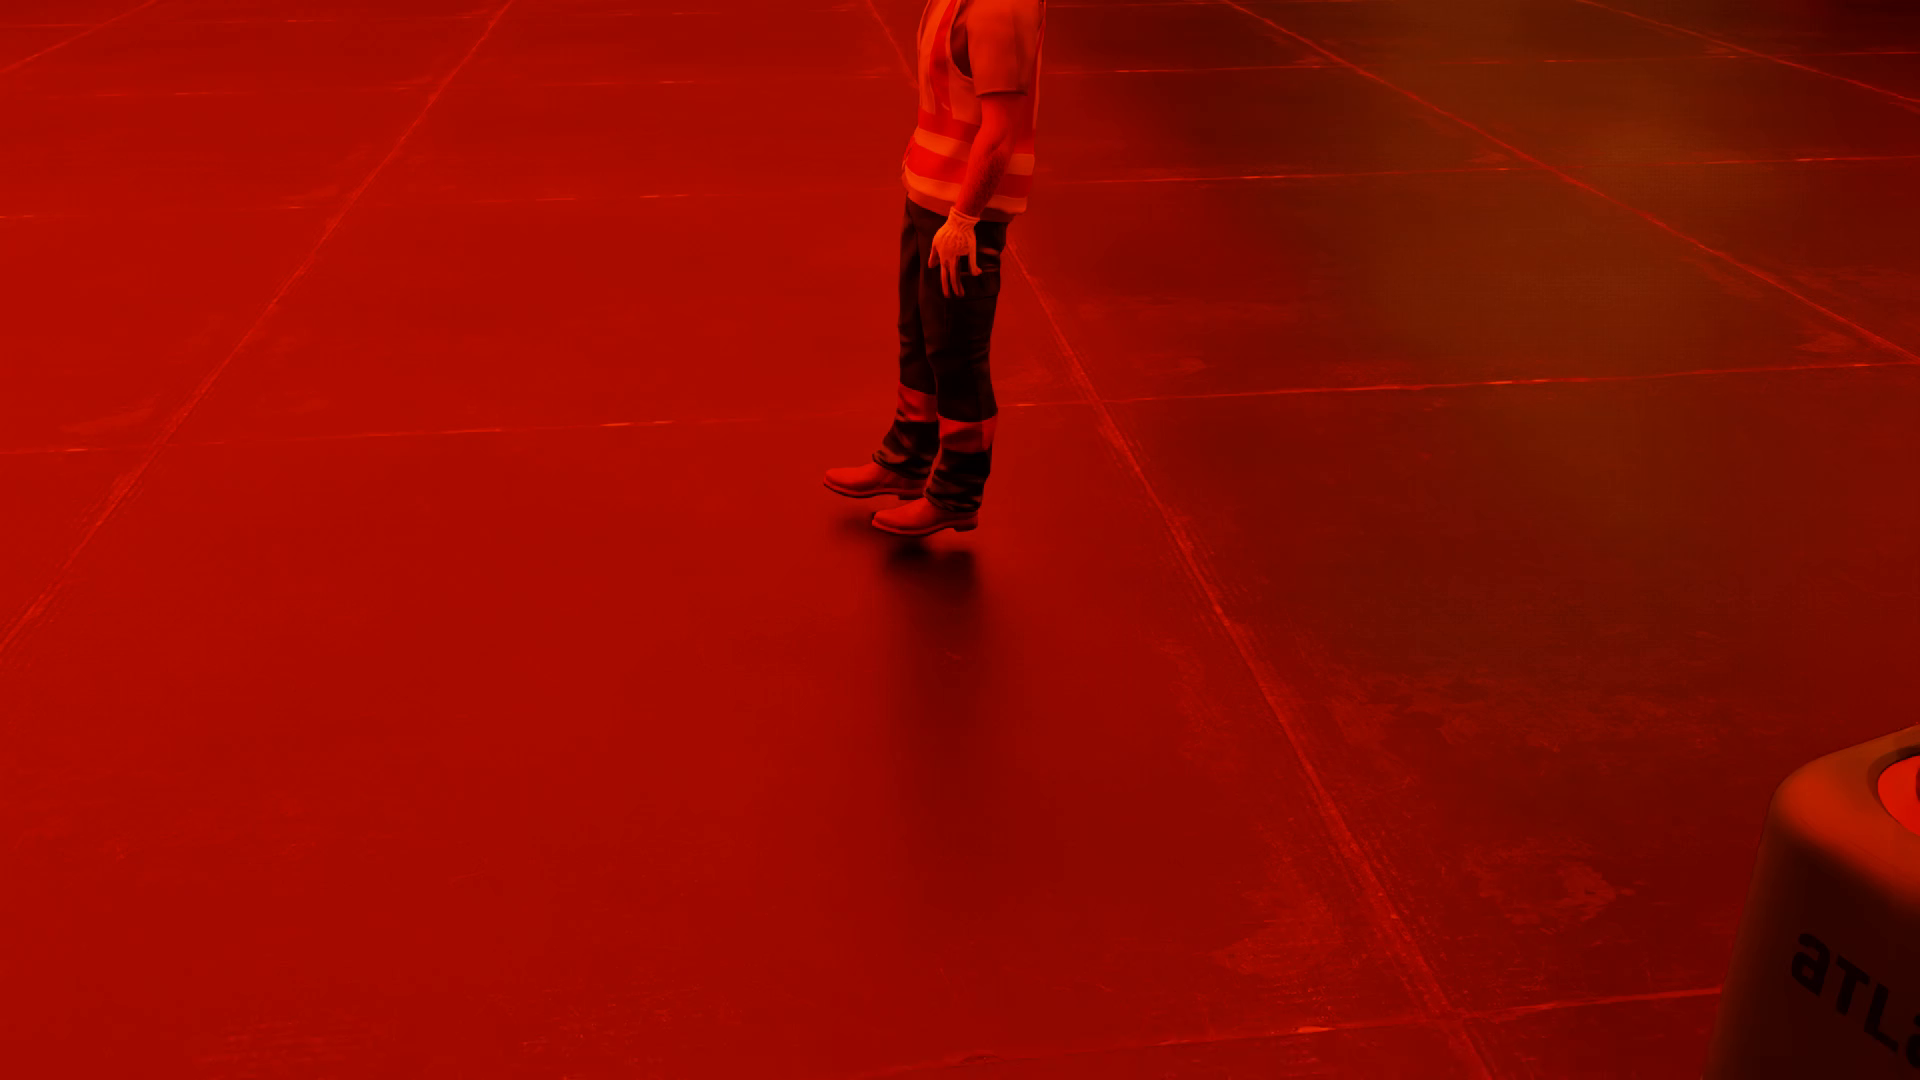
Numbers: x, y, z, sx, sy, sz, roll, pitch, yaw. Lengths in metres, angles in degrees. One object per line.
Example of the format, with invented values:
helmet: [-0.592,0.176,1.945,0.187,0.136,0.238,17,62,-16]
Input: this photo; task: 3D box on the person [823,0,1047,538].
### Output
person: [-0.081,-0.848,4.197,0.561,1.789,0.638,-3,26,-7]
